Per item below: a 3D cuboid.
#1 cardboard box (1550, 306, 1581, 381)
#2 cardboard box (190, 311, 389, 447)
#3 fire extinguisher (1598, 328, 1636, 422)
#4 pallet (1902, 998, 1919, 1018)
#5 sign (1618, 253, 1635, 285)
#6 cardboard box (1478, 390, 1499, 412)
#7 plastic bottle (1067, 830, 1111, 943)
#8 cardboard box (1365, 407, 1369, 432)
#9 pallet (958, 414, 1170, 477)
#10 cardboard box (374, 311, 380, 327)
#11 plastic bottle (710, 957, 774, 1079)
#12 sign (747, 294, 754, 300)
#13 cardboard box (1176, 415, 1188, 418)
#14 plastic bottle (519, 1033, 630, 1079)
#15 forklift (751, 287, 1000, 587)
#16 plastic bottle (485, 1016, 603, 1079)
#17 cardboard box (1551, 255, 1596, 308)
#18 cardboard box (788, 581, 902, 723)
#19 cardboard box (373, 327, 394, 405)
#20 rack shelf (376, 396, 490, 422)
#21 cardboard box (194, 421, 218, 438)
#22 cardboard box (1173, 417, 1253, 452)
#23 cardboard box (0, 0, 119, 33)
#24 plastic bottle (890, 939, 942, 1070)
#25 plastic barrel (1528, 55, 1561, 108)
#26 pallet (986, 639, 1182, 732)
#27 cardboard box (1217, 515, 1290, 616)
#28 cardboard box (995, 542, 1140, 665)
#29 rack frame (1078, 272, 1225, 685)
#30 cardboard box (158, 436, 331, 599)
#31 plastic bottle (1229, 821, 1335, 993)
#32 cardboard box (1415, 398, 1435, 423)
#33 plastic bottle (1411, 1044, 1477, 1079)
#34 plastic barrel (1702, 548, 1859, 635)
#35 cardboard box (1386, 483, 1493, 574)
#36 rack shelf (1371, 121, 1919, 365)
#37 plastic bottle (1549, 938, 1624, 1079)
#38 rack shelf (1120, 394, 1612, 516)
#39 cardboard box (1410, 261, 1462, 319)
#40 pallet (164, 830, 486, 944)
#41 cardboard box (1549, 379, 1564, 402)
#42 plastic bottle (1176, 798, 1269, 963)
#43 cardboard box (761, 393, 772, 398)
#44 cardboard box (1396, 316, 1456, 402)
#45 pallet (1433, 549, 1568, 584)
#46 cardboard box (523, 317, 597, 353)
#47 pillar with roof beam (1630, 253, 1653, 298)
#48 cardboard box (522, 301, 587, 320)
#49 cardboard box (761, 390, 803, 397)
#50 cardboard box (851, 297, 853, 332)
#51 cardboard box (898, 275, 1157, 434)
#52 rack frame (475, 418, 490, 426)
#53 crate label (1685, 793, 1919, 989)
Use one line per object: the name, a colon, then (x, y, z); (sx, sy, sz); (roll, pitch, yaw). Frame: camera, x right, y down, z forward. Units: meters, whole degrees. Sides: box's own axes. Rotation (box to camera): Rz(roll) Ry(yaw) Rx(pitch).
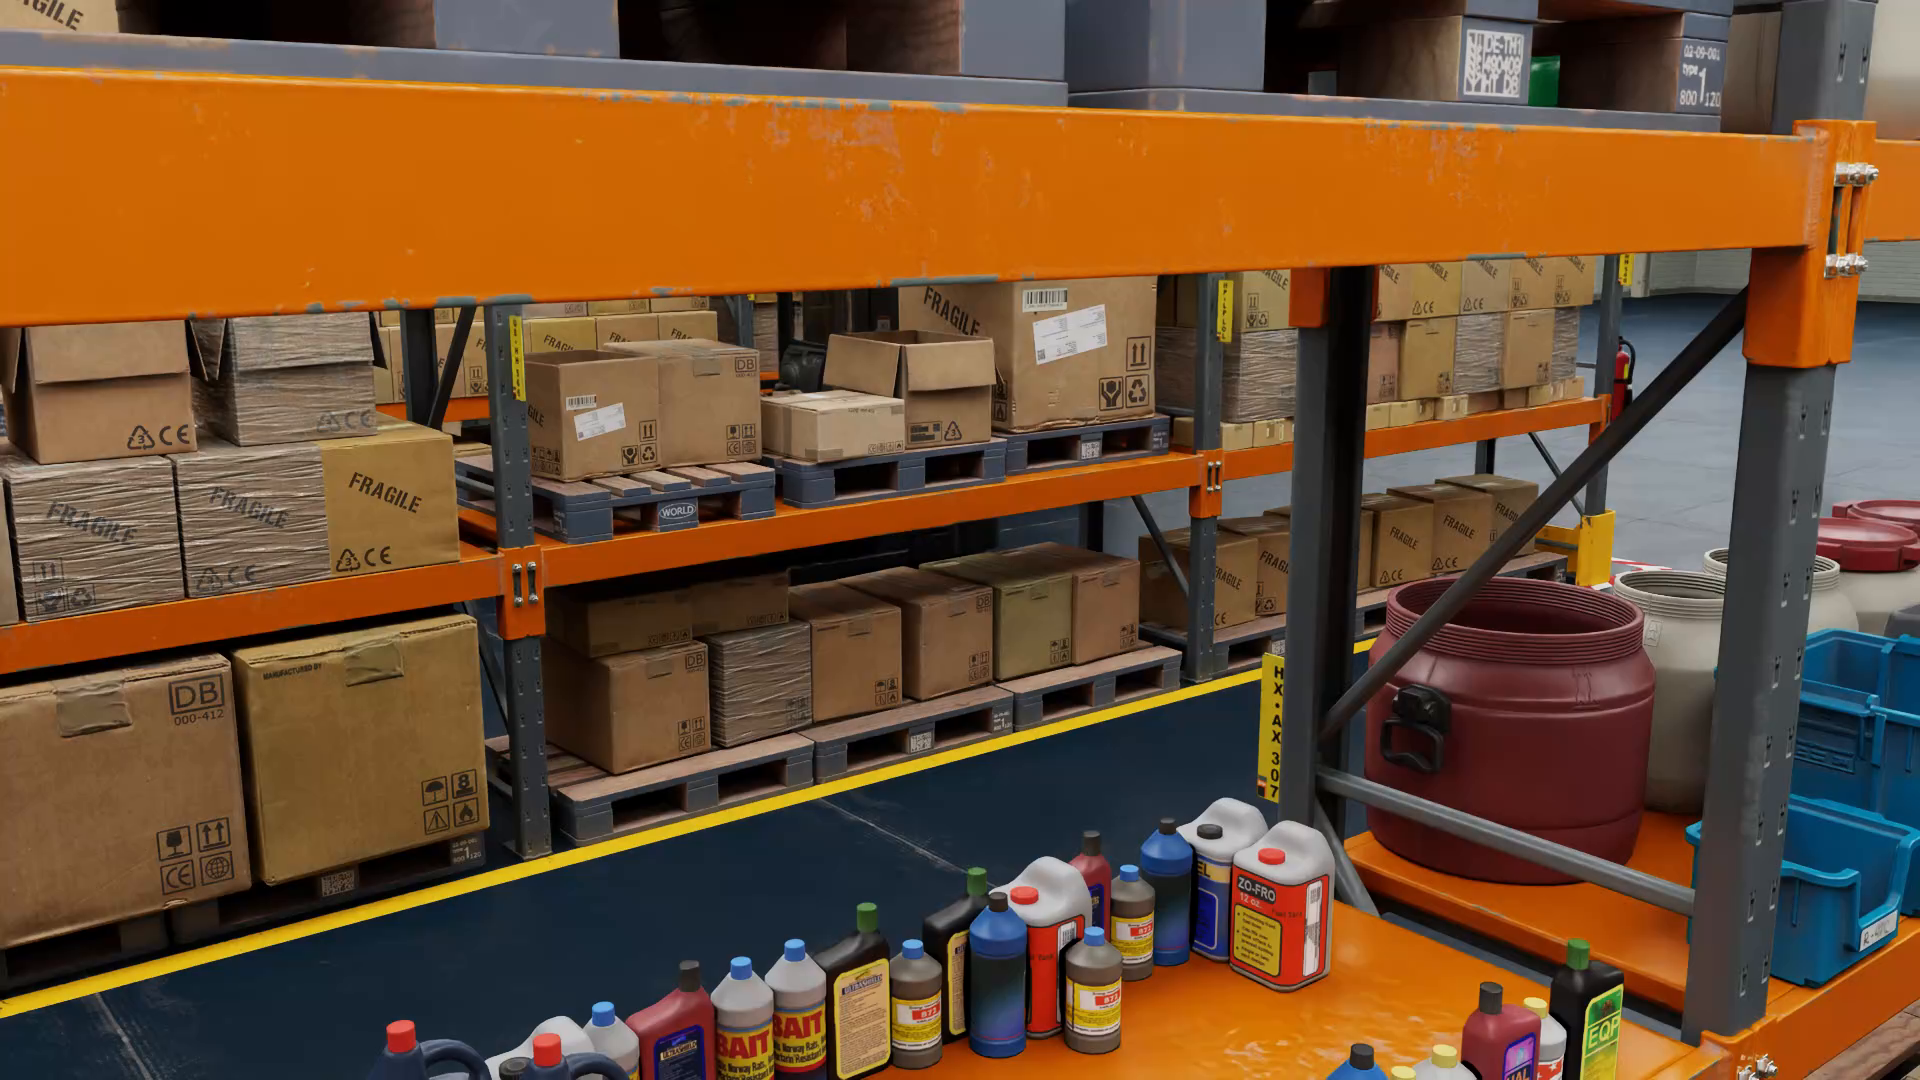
cardboard box: (3.741, -1.391, 11.500); (0.500, 0.500, 0.875); (-9, 15, -38)
cardboard box: (-2.640, -0.673, 6.419); (0.637, 0.503, 0.797); (-9, 15, -36)
fire extinguisher: (4.565, -1.165, 11.582); (0.183, 0.674, 0.296); (-9, 15, -38)
pallet: (3.569, 1.531, 5.409); (1.213, 0.211, 1.003); (-9, 15, -38)
sign: (4.519, -1.892, 11.267); (0.005, 0.325, 0.100); (-9, 15, -38)
cardboard box: (3.309, -0.941, 10.944); (0.250, 0.149, 0.380); (-9, 15, -38)
plastic bottle: (0.210, 0.674, 3.013); (0.133, 0.283, 0.061); (-9, 15, -38)
cardboard box: (2.211, -0.727, 9.938); (0.250, 0.149, 0.380); (-9, 15, -38)
pallet: (0.376, -0.575, 9.076); (1.213, 0.211, 1.003); (-9, 15, -38)
cardboard box: (-4.328, -1.703, 11.280); (0.500, 0.500, 0.700); (-10, 15, -38)
plastic bottle: (-0.334, 0.775, 2.565); (0.097, 0.271, 0.097); (0, 12, 0)
sign: (-1.609, -2.003, 12.742); (0.005, 0.325, 0.100); (-9, 15, -38)
cardboard box: (1.250, -0.728, 9.939); (0.250, 0.149, 0.380); (-9, 15, -38)
plastic bottle: (-0.515, 0.813, 2.196); (0.185, 0.351, 0.144); (-9, 15, -38)
forklift: (-1.197, -1.216, 11.800); (3.031, 2.935, 1.130); (-8, 15, -35)
plastic bottle: (-0.588, 0.823, 2.332); (0.135, 0.276, 0.152); (-9, 15, -38)
cardboard box: (3.912, -1.835, 11.186); (0.500, 0.500, 0.500); (-9, 15, -38)
cardboard box: (-0.685, 0.543, 8.307); (0.500, 0.500, 0.700); (-8, 14, -33)
cardboard box: (-4.164, -1.173, 11.188); (0.500, 0.500, 0.500); (-10, 15, -38)
rack shelf: (-3.517, -0.950, 12.115); (4.000, 0.370, 1.077); (-9, 15, -38)
cardboard box: (-3.010, -0.188, 6.551); (0.500, 0.500, 0.500); (-10, 16, -39)
cardboard box: (1.420, -0.600, 9.340); (0.250, 0.149, 0.380); (-9, 15, -38)
cardboard box: (-3.110, -1.730, 5.580); (0.500, 0.500, 0.500); (-8, 15, -35)
plastic bottle: (-0.078, 0.767, 2.773); (0.097, 0.201, 0.097); (0, 12, 0)
plastic barrel: (1.196, -0.853, 3.079); (0.294, 0.245, 0.294); (0, 12, 0)
pallet: (0.457, 0.721, 9.225); (1.213, 0.211, 1.003); (-9, 15, -38)
cardboard box: (1.844, 0.152, 10.198); (0.500, 0.500, 0.500); (-4, 13, -20)
cardboard box: (0.571, 0.340, 9.267); (0.500, 0.500, 0.700); (-11, 16, -42)
rack frame: (1.064, -0.744, 9.412); (0.127, 3.000, 1.000); (-9, 15, -38)
cardboard box: (-2.683, -0.106, 6.166); (0.500, 0.500, 0.500); (-10, 15, -38)
plastic bottle: (0.590, 0.667, 3.063); (0.135, 0.276, 0.152); (-9, 15, -38)
cardboard box: (2.750, -0.837, 10.454); (0.250, 0.149, 0.380); (-9, 15, -38)
plastic bottle: (0.704, 0.839, 2.434); (0.097, 0.201, 0.097); (0, 12, 0)
plastic barrel: (2.034, 0.301, 4.222); (0.421, 0.512, 0.421); (0, 12, 0)
cardboard box: (3.244, -0.084, 11.312); (0.500, 0.500, 0.500); (-5, 13, -23)
rack shelf: (2.597, -0.797, 4.170); (4.000, 0.370, 1.077); (-9, 15, -38)
plastic bottle: (0.986, 0.757, 2.623); (0.133, 0.283, 0.061); (-9, 15, -38)
rack shelf: (2.626, -0.652, 10.709); (4.000, 0.370, 1.077); (-9, 15, -38)
cardboard box: (2.738, -1.641, 10.273); (0.500, 0.500, 0.500); (-9, 15, -38)
pallet: (-2.722, 1.229, 6.833); (1.213, 0.211, 1.003); (-9, 15, -38)
cardboard box: (3.898, -1.038, 11.398); (0.250, 0.149, 0.380); (-9, 15, -38)
plastic bottle: (0.495, 0.643, 3.180); (0.135, 0.276, 0.152); (-9, 15, -38)
cardboard box: (-1.421, -0.798, 13.770); (0.875, 0.875, 0.875); (-9, 15, -37)
cardboard box: (2.610, -1.186, 10.533); (0.500, 0.500, 0.875); (-9, 15, -38)
pallet: (3.472, 0.210, 11.630); (1.213, 0.211, 1.003); (-9, 15, -38)
cardboard box: (-2.985, -1.368, 12.111); (0.500, 0.500, 0.500); (-9, 15, -37)
pillar with roof beam: (19.901, -9.860, 37.899); (0.548, 9.000, 9.100); (-9, 15, -38)
cardboard box: (-3.135, -1.902, 12.216); (0.500, 0.500, 0.700); (-9, 15, -37)
cardboard box: (-0.926, -0.625, 8.163); (0.258, 0.266, 0.396); (-10, 16, -39)
cardboard box: (-1.260, -1.760, 13.835); (0.550, 0.550, 0.875); (-9, 15, -38)
cardboard box: (0.356, -1.163, 8.927); (1.000, 1.000, 1.000); (-9, 15, -37)
rack frame: (-5.127, -2.352, 16.981); (0.127, 3.000, 1.000); (-9, 15, -38)
crate label: (1.598, 0.666, 3.173); (0.416, 0.233, 0.303); (-9, 15, -38)
